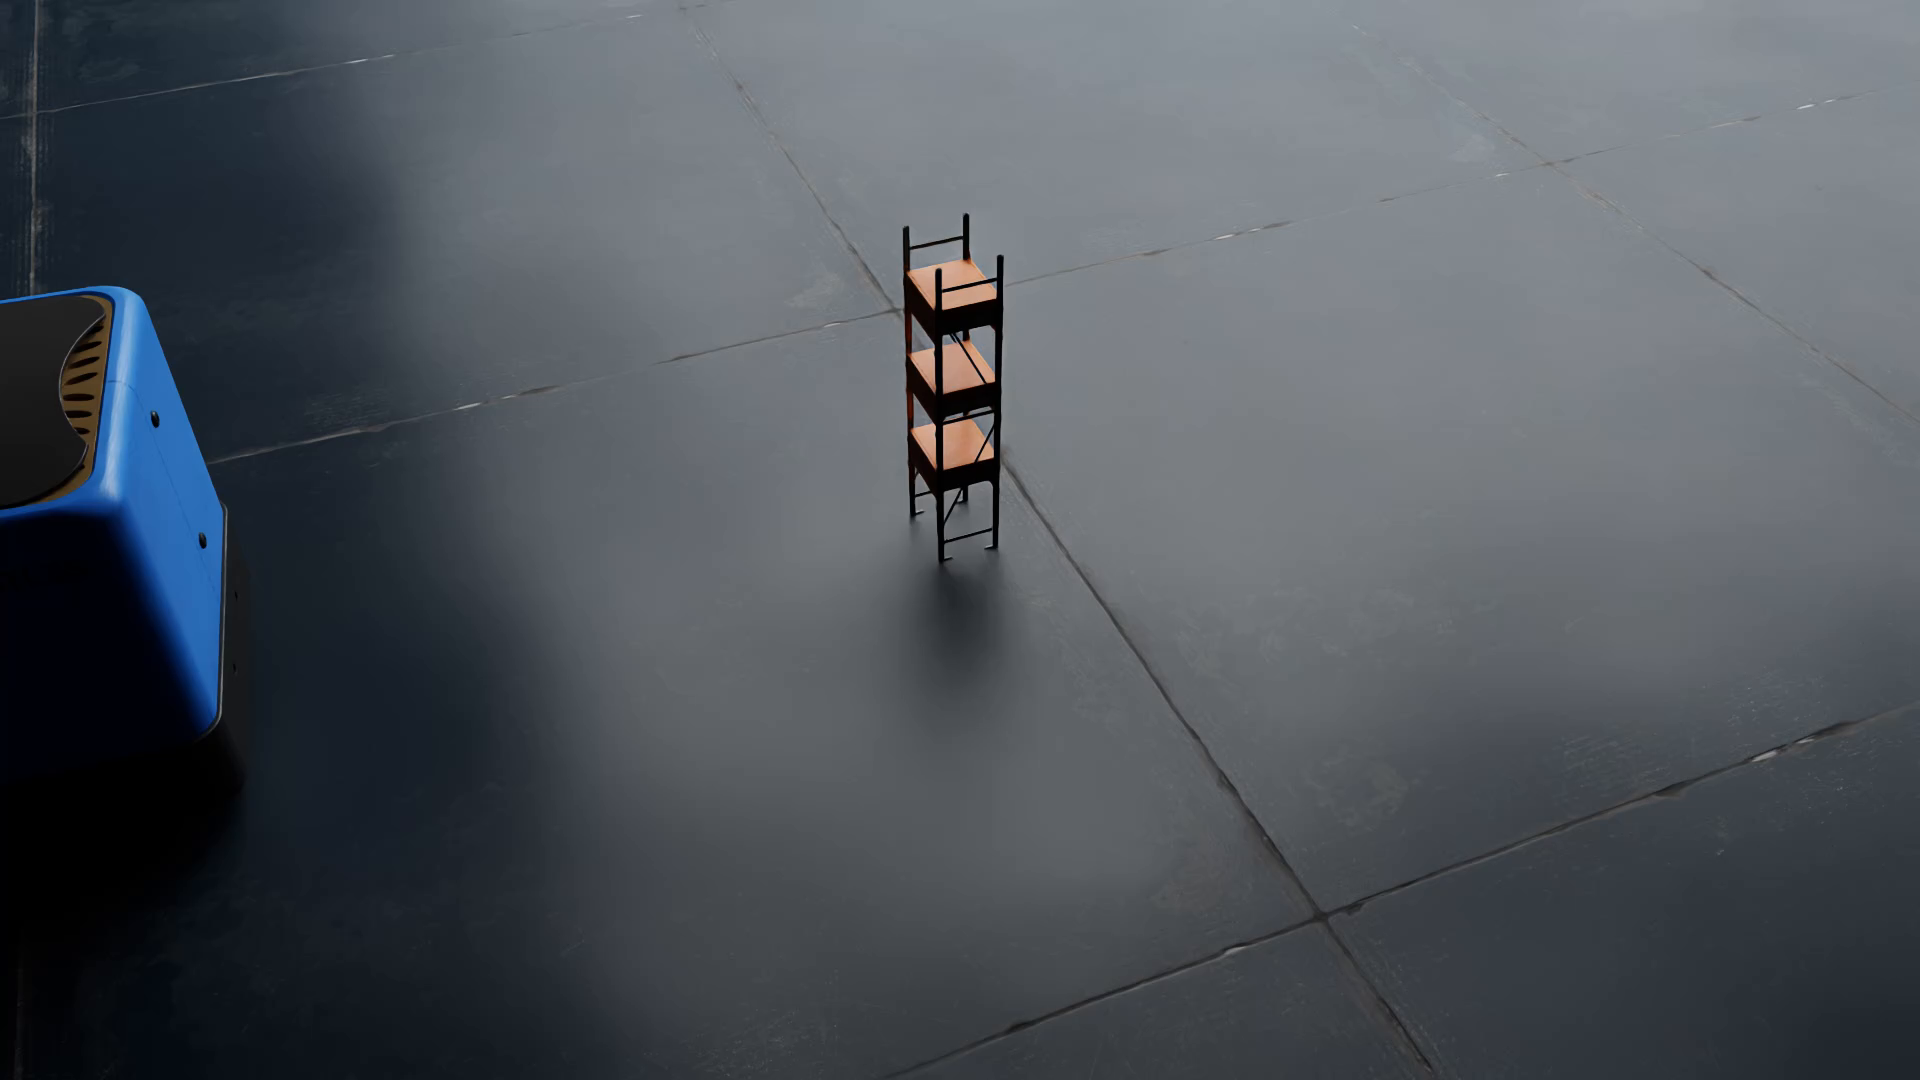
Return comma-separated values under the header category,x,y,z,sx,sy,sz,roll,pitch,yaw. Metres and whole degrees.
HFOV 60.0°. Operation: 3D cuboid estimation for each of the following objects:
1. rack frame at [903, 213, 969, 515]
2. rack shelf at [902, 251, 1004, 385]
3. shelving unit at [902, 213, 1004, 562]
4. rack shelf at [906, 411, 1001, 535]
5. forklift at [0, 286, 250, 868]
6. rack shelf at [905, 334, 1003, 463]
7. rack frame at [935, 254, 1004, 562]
category,x,y,z,sx,sy,sz,roll,pitch,yaw
rack frame,-0.067,-0.504,5.031,0.200,1.050,0.008,-15,43,-17
rack shelf,-0.020,-0.637,4.767,0.215,0.259,0.240,-15,43,-17
shelving unit,-0.020,-0.430,4.945,0.215,1.050,0.252,-15,43,-17
rack shelf,-0.020,-0.212,5.133,0.215,0.259,0.240,-15,43,-17
forklift,-3.462,-0.399,3.466,3.031,2.935,1.130,-12,42,-13
rack shelf,-0.020,-0.422,4.952,0.215,0.259,0.240,-15,43,-17
rack frame,0.026,-0.357,4.860,0.200,1.050,0.008,-15,43,-17
